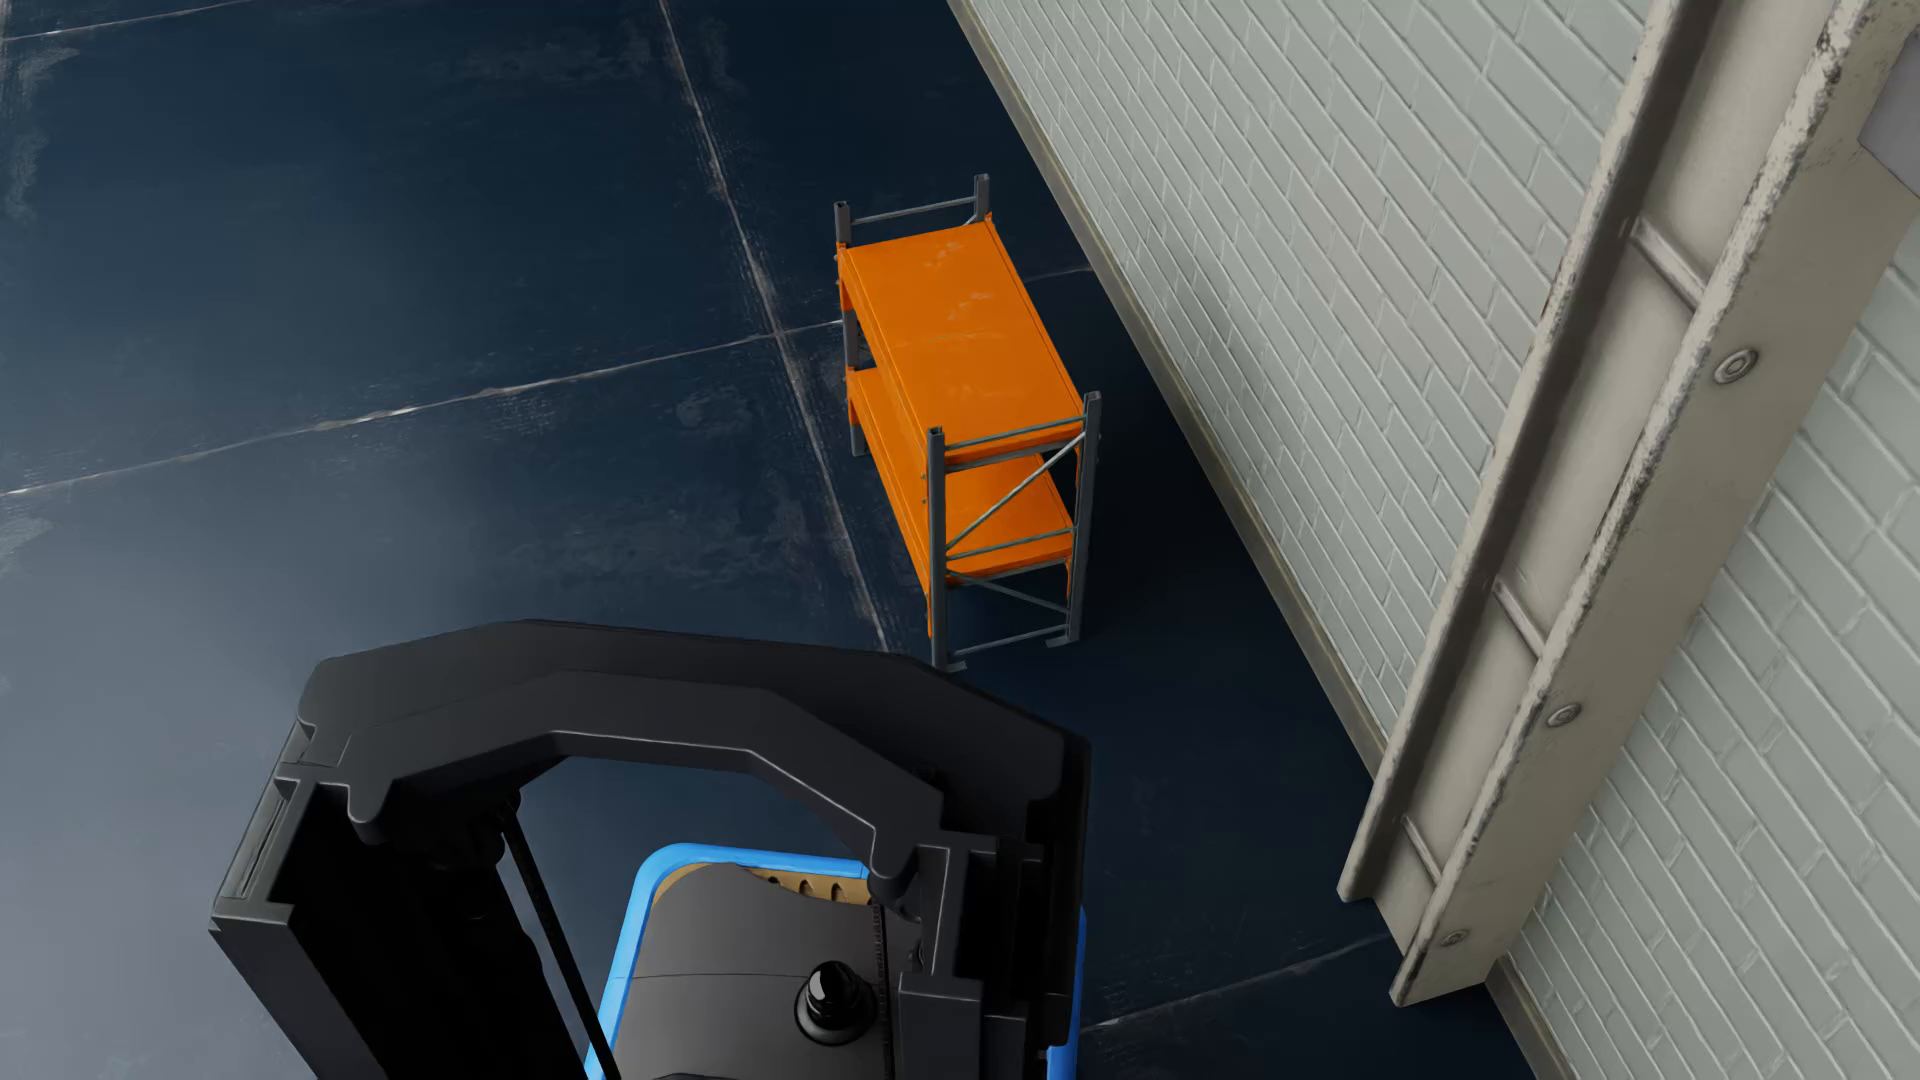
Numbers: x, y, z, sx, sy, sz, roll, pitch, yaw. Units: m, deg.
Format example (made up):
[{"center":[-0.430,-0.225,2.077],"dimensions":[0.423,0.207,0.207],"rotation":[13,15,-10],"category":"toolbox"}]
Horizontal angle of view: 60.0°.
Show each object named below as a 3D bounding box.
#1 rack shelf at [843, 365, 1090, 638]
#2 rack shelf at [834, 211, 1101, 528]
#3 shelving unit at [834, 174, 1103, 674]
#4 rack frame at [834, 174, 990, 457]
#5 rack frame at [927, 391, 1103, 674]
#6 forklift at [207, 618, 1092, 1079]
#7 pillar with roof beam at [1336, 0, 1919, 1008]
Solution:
[{"center":[0.002,-0.200,5.503],"dimensions":[0.538,0.278,1.000],"rotation":[-13,51,-11],"category":"rack shelf"},{"center":[0.002,-0.546,5.092],"dimensions":[0.538,0.278,1.000],"rotation":[-13,51,-11],"category":"rack shelf"},{"center":[0.002,-0.358,5.316],"dimensions":[0.538,1.125,1.048],"rotation":[-13,51,-11],"category":"shelving unit"},{"center":[-0.148,-0.729,5.629],"dimensions":[0.500,1.125,0.032],"rotation":[-13,51,-11],"category":"rack frame"},{"center":[0.152,0.014,5.003],"dimensions":[0.500,1.125,0.032],"rotation":[-13,51,-11],"category":"rack frame"},{"center":[-0.391,1.594,2.489],"dimensions":[1.130,2.935,3.031],"rotation":[5,50,4],"category":"forklift"},{"center":[-2.803,-0.798,0.537],"dimensions":[9.100,9.000,0.400],"rotation":[-13,51,-11],"category":"pillar with roof beam"}]
